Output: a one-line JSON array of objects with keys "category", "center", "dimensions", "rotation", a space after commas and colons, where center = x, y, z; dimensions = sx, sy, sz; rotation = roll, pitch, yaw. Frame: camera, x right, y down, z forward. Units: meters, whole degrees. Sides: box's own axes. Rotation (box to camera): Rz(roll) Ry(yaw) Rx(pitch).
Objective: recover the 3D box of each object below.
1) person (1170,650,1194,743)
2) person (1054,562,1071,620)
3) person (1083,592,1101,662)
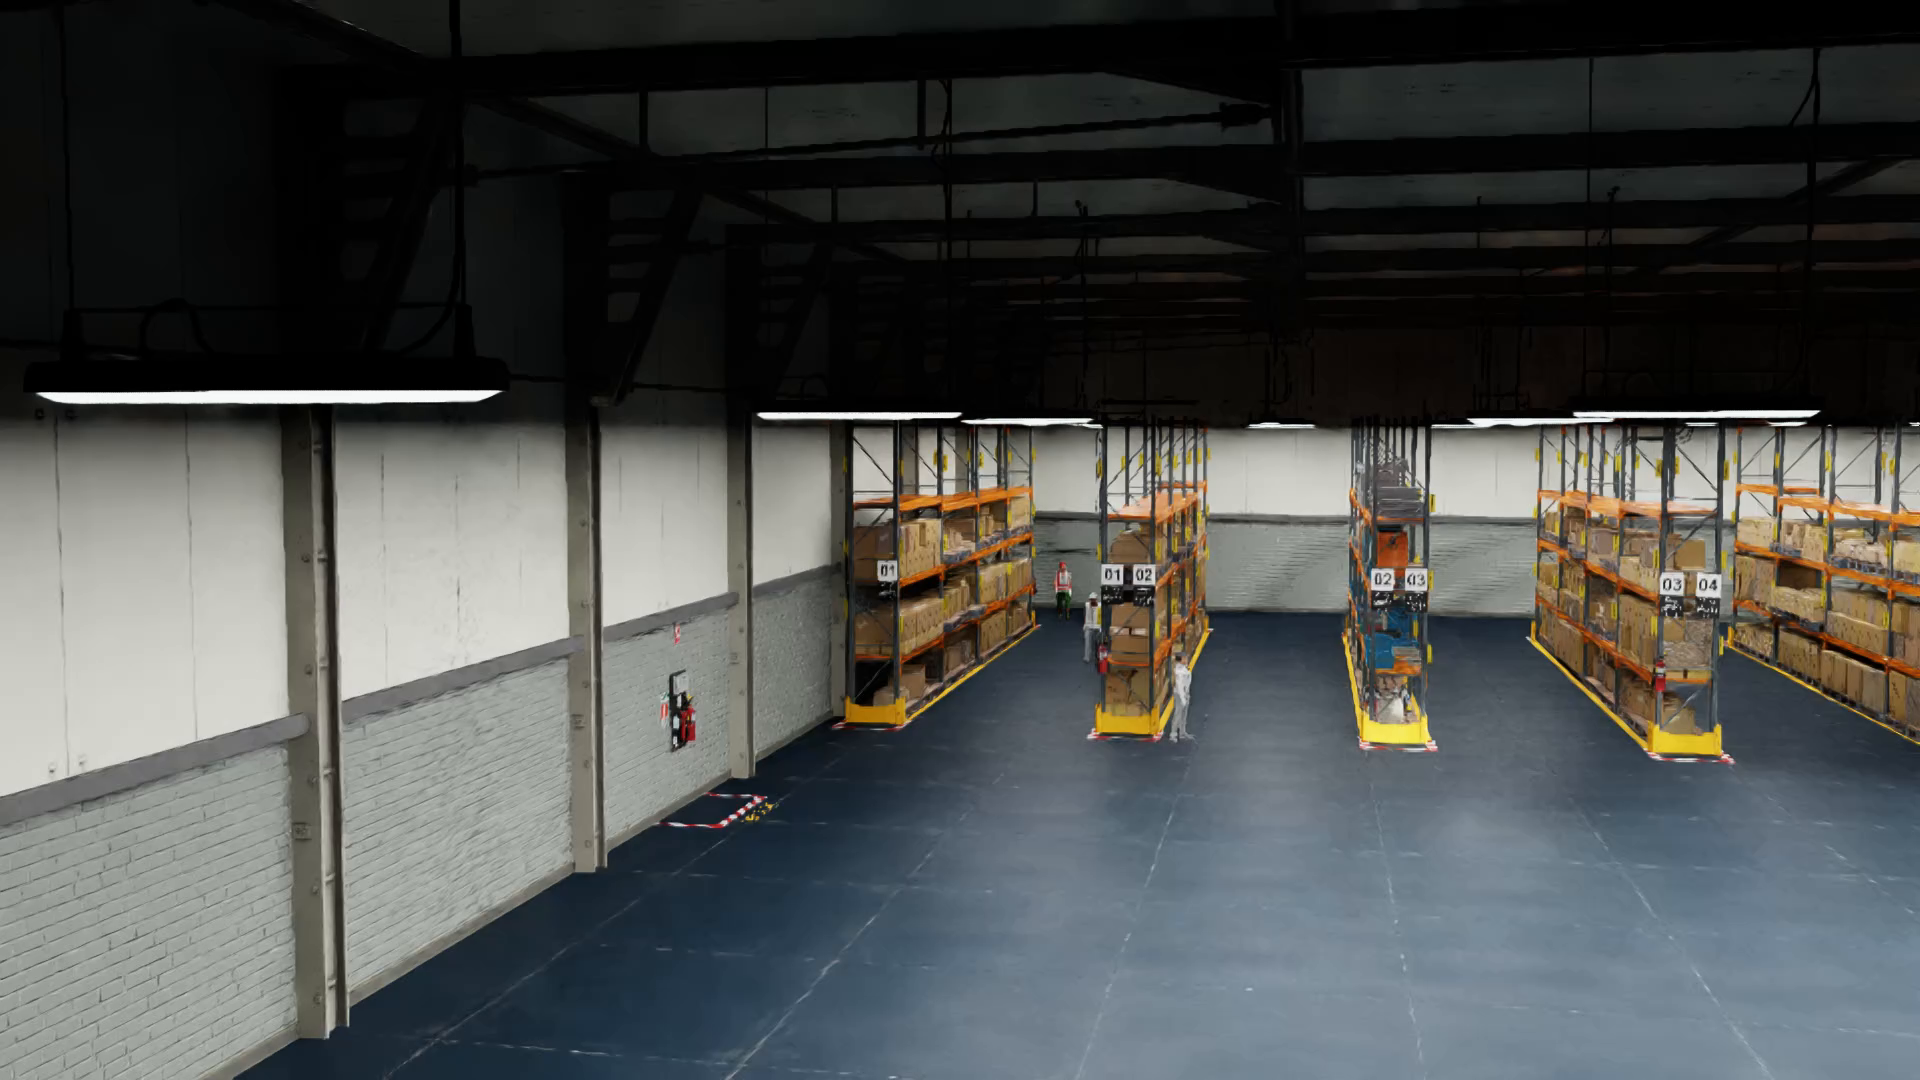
[{"category": "person", "center": [4.055, 2.841, 30.449], "dimensions": [0.368, 1.682, 0.629], "rotation": [2, 4, 23]}, {"category": "person", "center": [3.092, 1.510, 50.138], "dimensions": [0.528, 1.728, 1.032], "rotation": [0, 4, 3]}, {"category": "person", "center": [3.301, 2.128, 40.984], "dimensions": [0.563, 1.707, 1.127], "rotation": [1, 4, 10]}]
